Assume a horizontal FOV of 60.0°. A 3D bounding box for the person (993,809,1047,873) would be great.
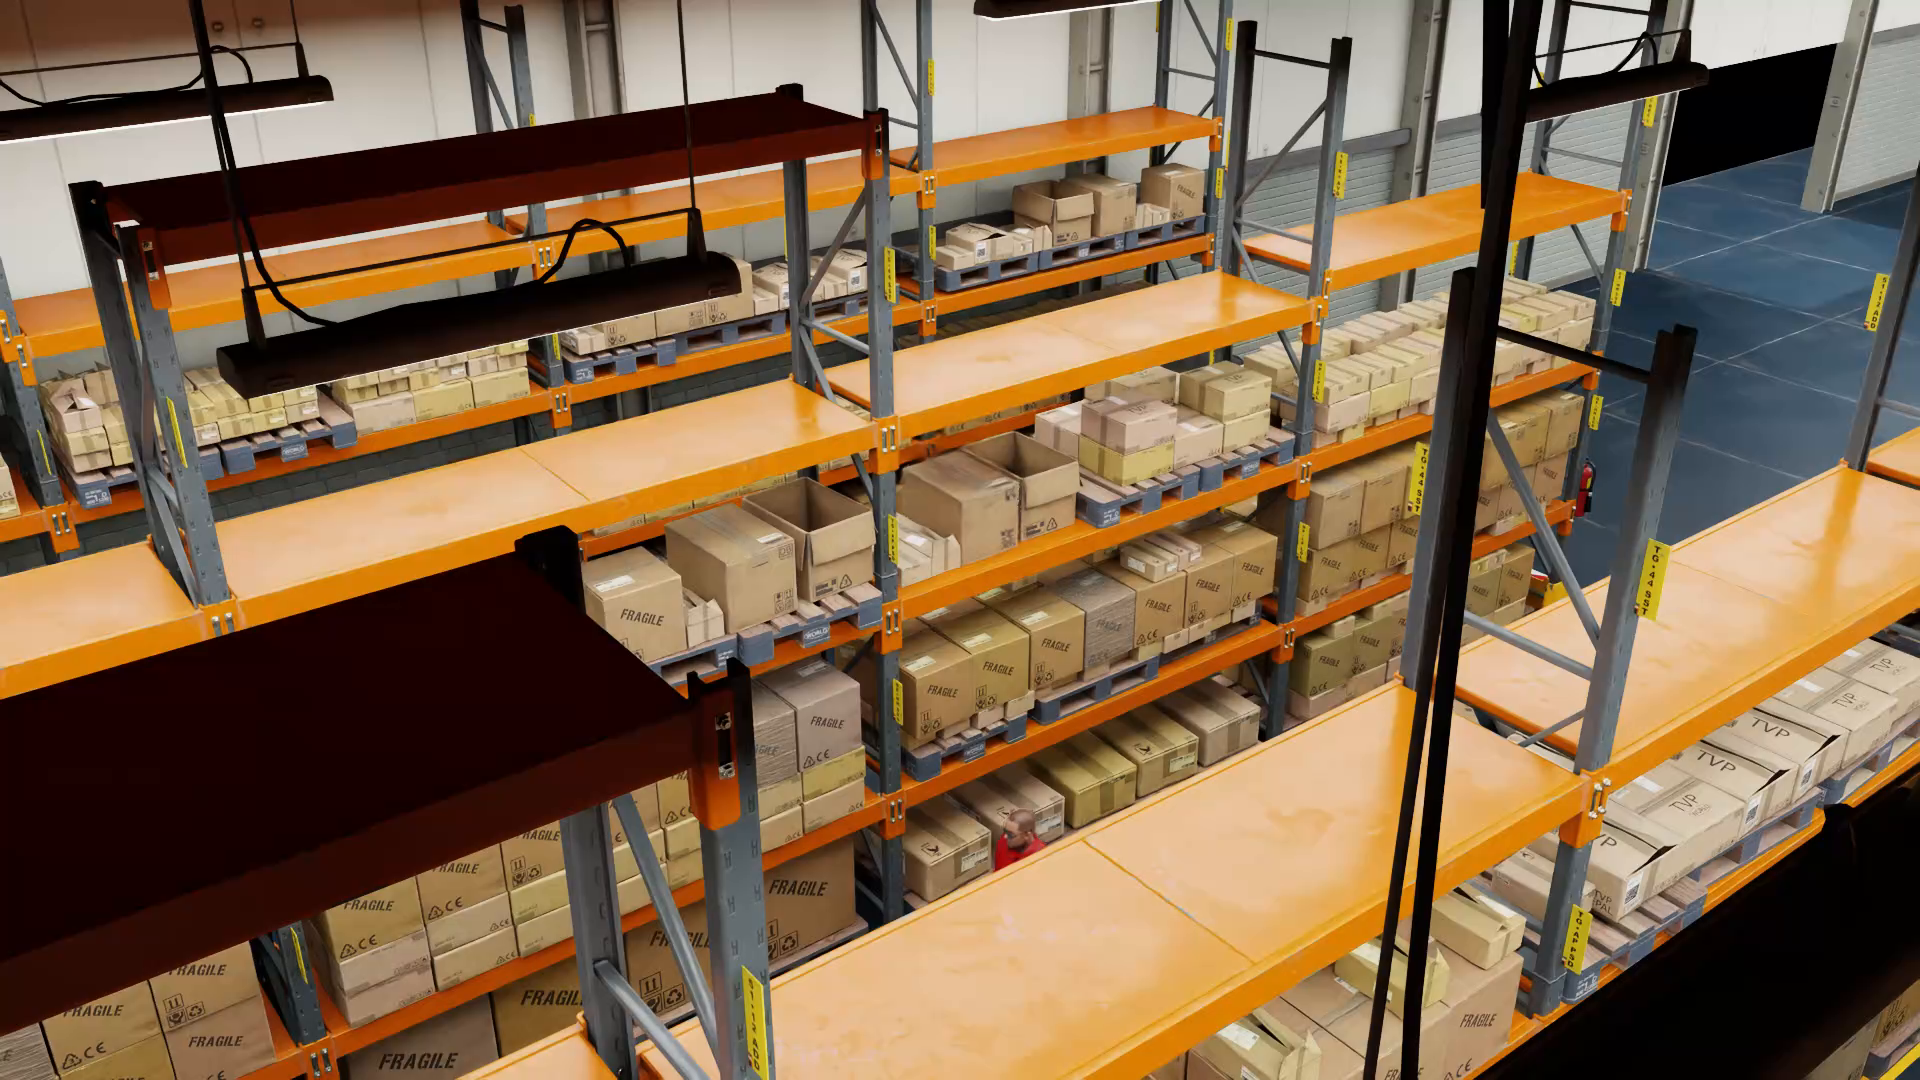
[{"bbox_3d":[0.430,2.485,10.678,0.463,1.738,0.595,-22,33,-37],"label":"person"}]
